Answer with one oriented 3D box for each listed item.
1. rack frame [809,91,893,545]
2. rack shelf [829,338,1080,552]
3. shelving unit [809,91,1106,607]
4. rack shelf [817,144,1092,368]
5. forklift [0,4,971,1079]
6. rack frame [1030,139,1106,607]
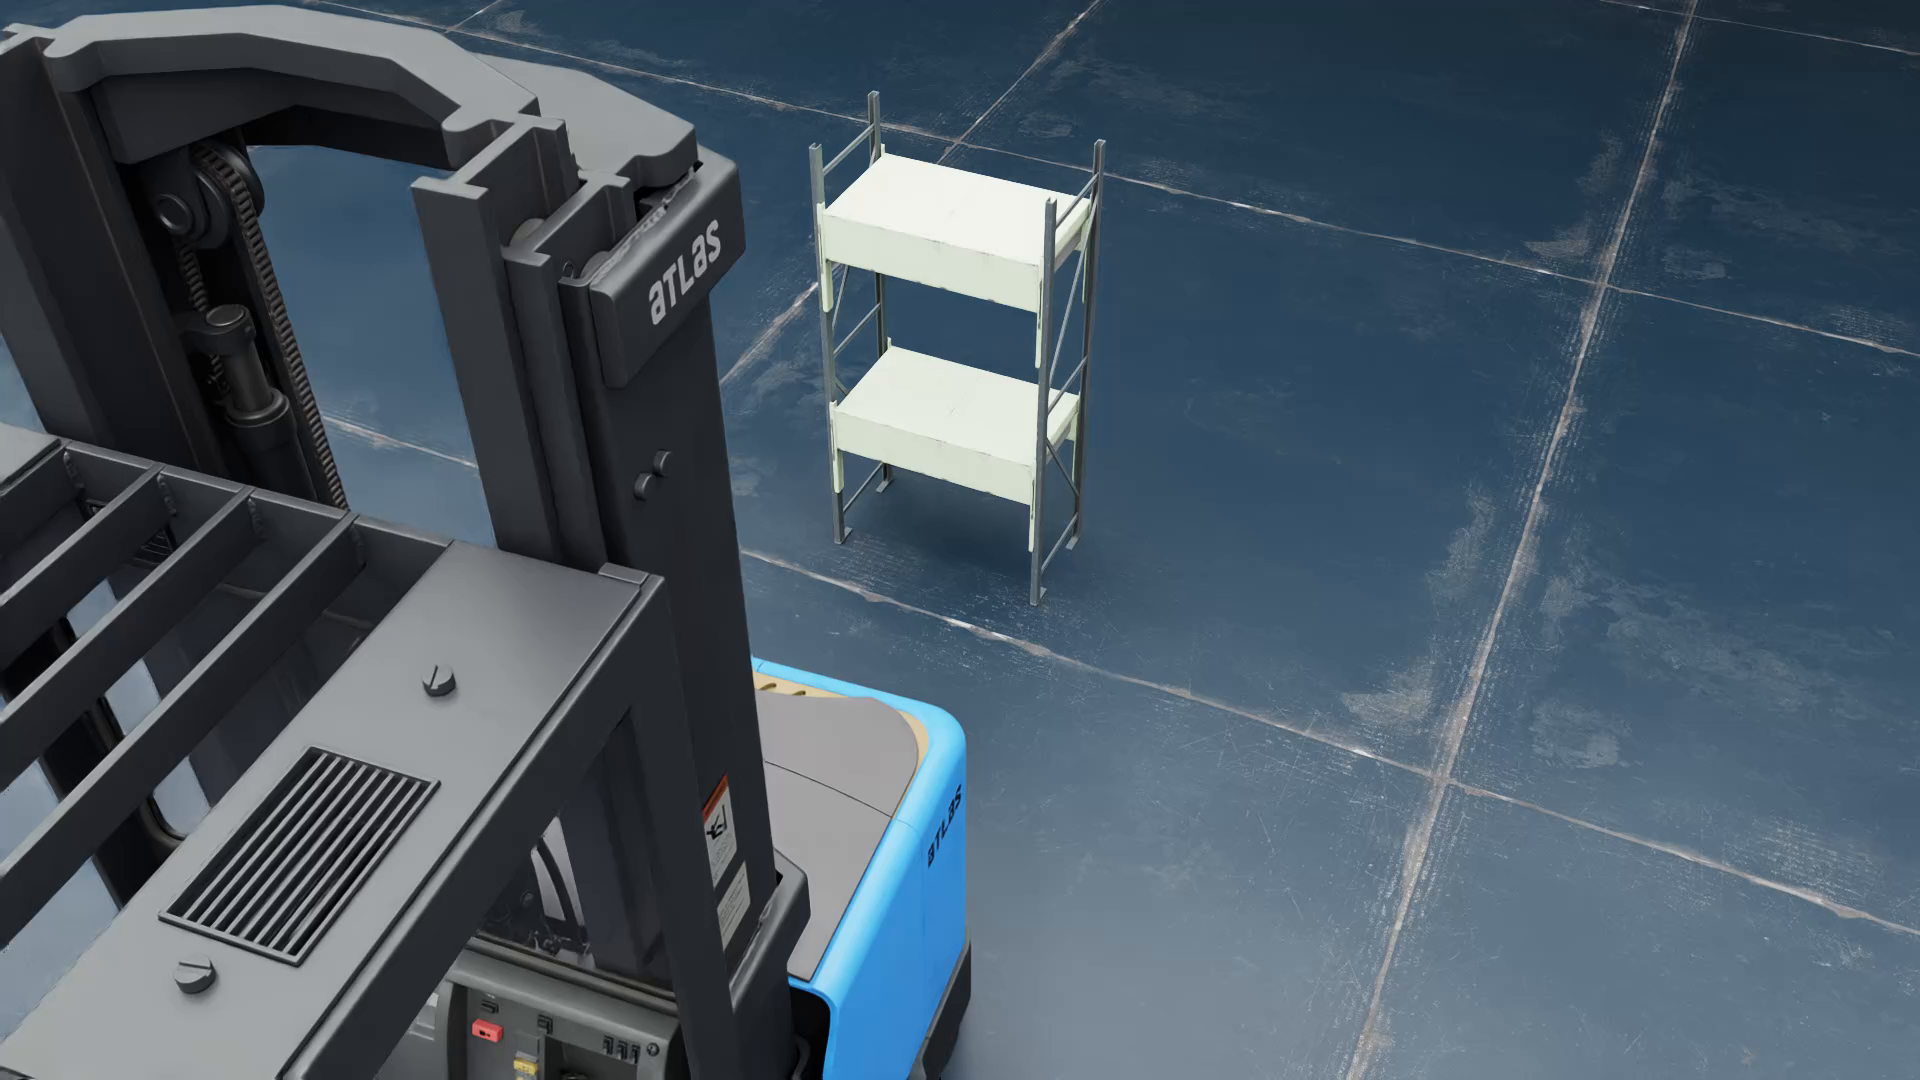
[{"bbox_3d":[-0.338,-0.670,5.378,0.023,1.500,0.400,17,44,19],"label":"rack frame"},{"bbox_3d":[-0.006,-0.322,5.474,0.720,0.370,0.431,17,44,19],"label":"rack shelf"},{"bbox_3d":[-0.006,-0.569,5.261,0.755,1.500,0.431,17,44,19],"label":"shelving unit"},{"bbox_3d":[-0.006,-0.863,5.005,0.720,0.370,0.431,17,44,19],"label":"rack shelf"},{"bbox_3d":[-0.950,0.886,2.490,1.130,2.935,3.031,13,43,15],"label":"forklift"},{"bbox_3d":[0.326,-0.467,5.144,0.023,1.500,0.400,17,44,19],"label":"rack frame"}]
